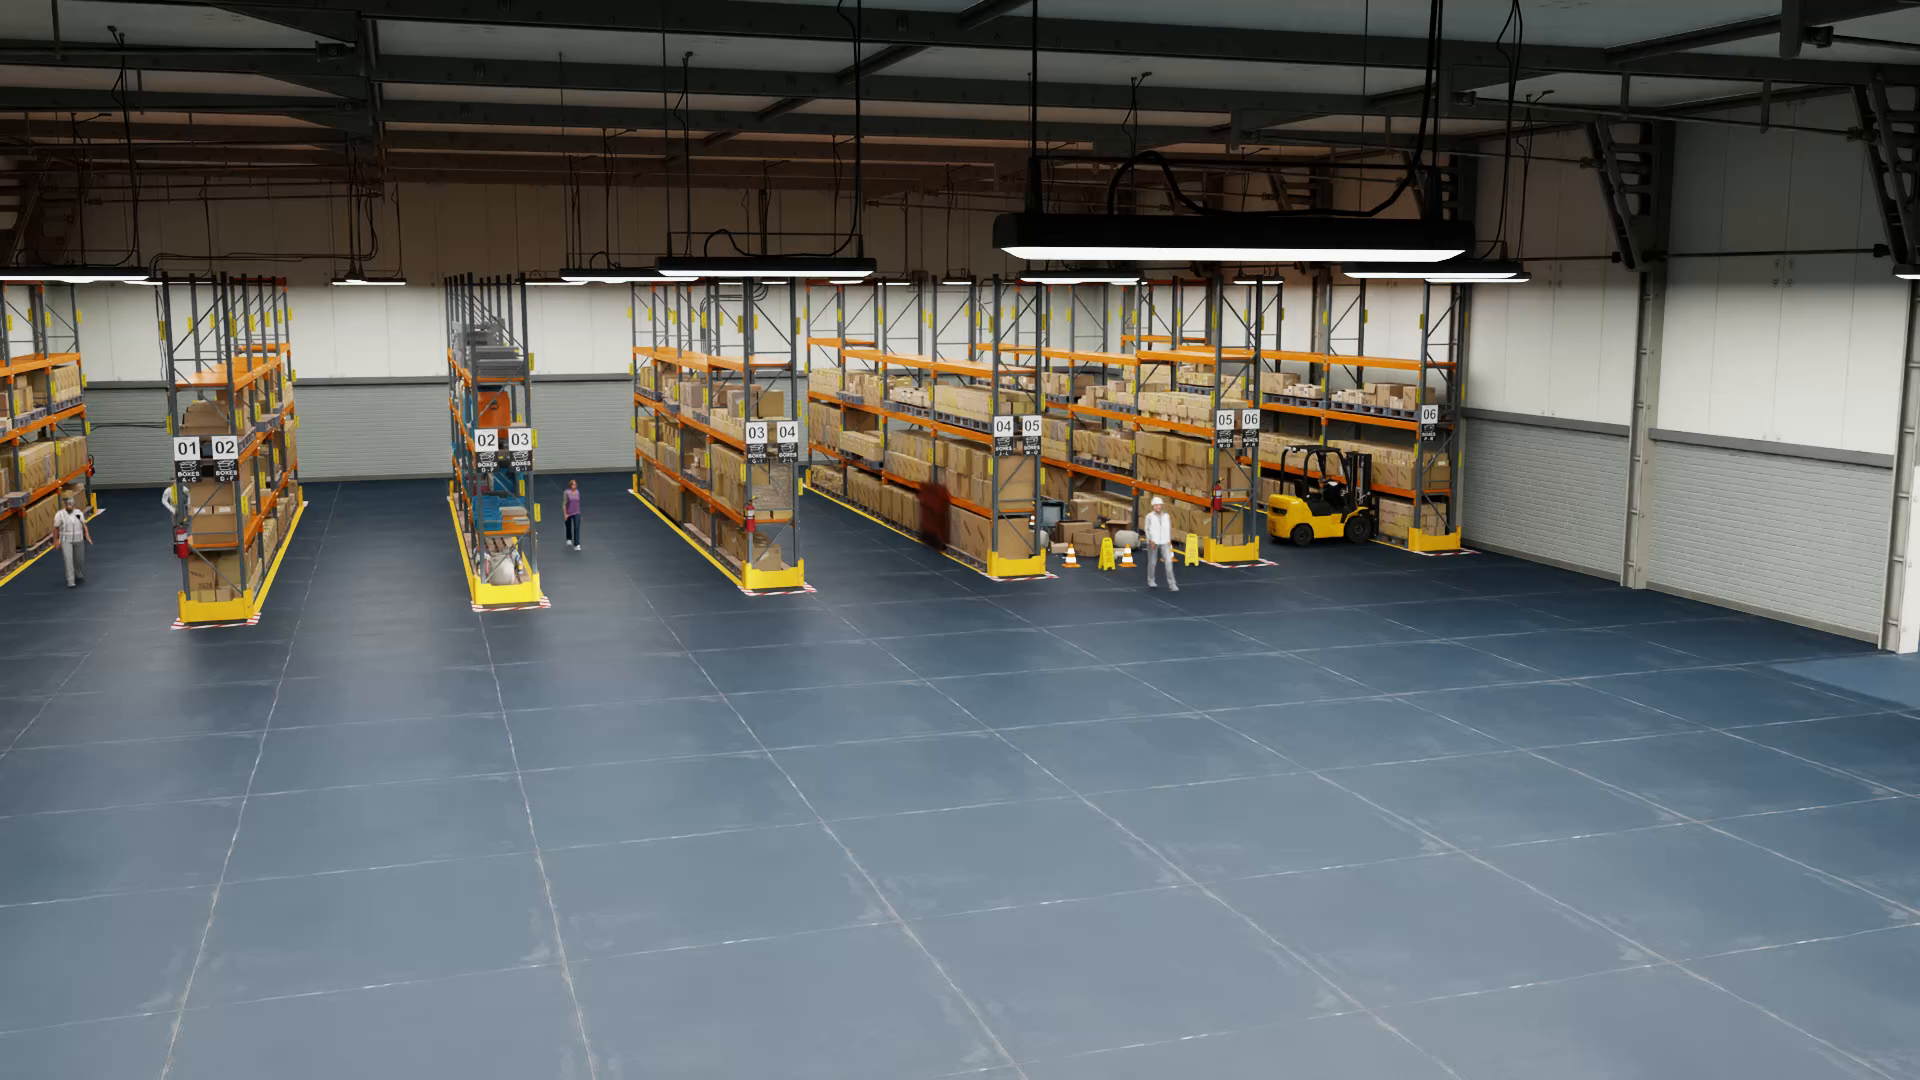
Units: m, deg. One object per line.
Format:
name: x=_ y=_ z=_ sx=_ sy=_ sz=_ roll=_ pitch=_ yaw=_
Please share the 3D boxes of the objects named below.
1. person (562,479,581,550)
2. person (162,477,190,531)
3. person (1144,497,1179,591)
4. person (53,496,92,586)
person: x=-8.586 y=-0.578 z=36.712 sx=0.402 sy=1.535 sz=0.994 roll=-3 pitch=9 yaw=-19
person: x=-17.518 y=-0.665 z=37.267 sx=0.551 sy=1.582 sz=0.692 roll=-1 pitch=9 yaw=-9
person: x=3.829 y=0.059 z=31.783 sx=0.615 sy=1.748 sz=0.800 roll=-1 pitch=9 yaw=-6
person: x=-17.250 y=-0.010 z=32.321 sx=0.645 sy=1.714 sz=1.054 roll=-6 pitch=10 yaw=-33
